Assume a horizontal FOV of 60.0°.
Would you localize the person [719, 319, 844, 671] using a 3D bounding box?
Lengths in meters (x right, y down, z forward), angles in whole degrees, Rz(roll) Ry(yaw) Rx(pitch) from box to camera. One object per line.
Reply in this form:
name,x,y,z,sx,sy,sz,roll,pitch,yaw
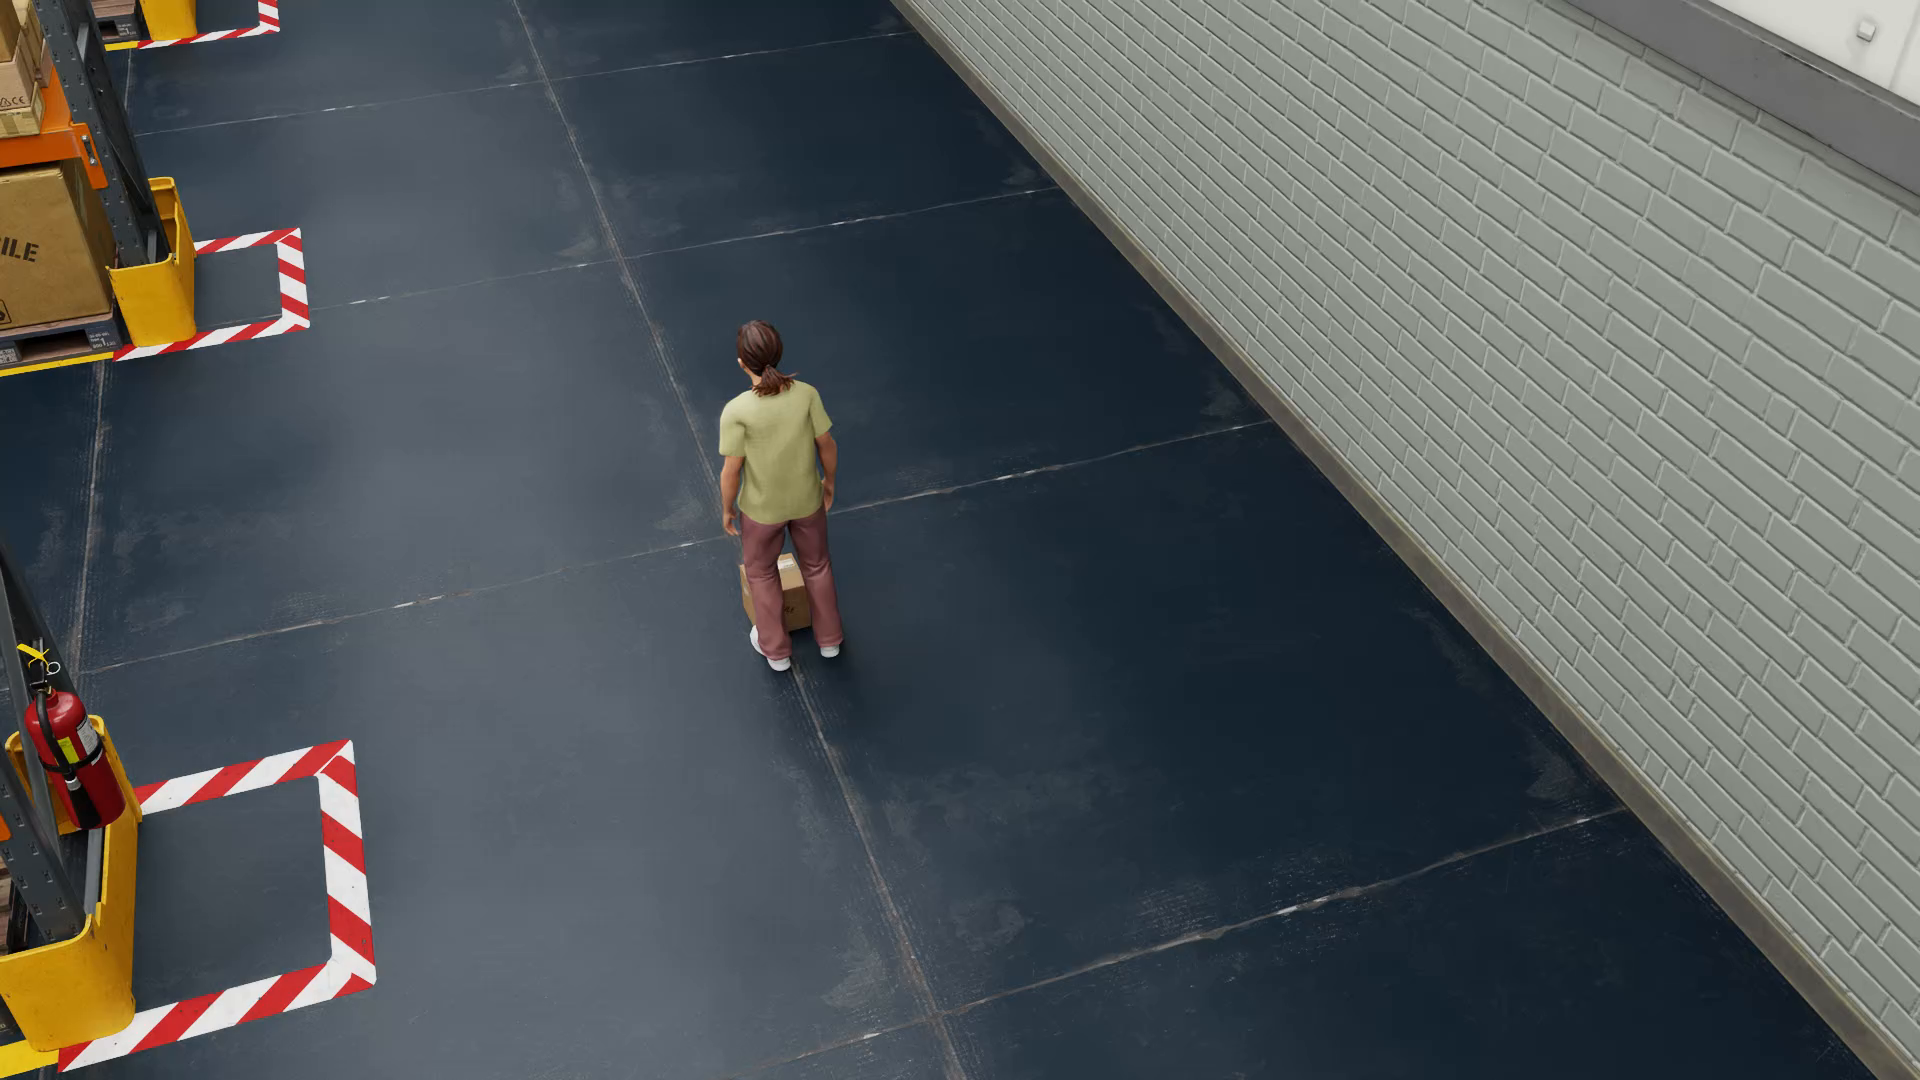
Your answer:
person,-0.756,-0.165,6.997,0.521,1.672,0.354,-15,40,-18
